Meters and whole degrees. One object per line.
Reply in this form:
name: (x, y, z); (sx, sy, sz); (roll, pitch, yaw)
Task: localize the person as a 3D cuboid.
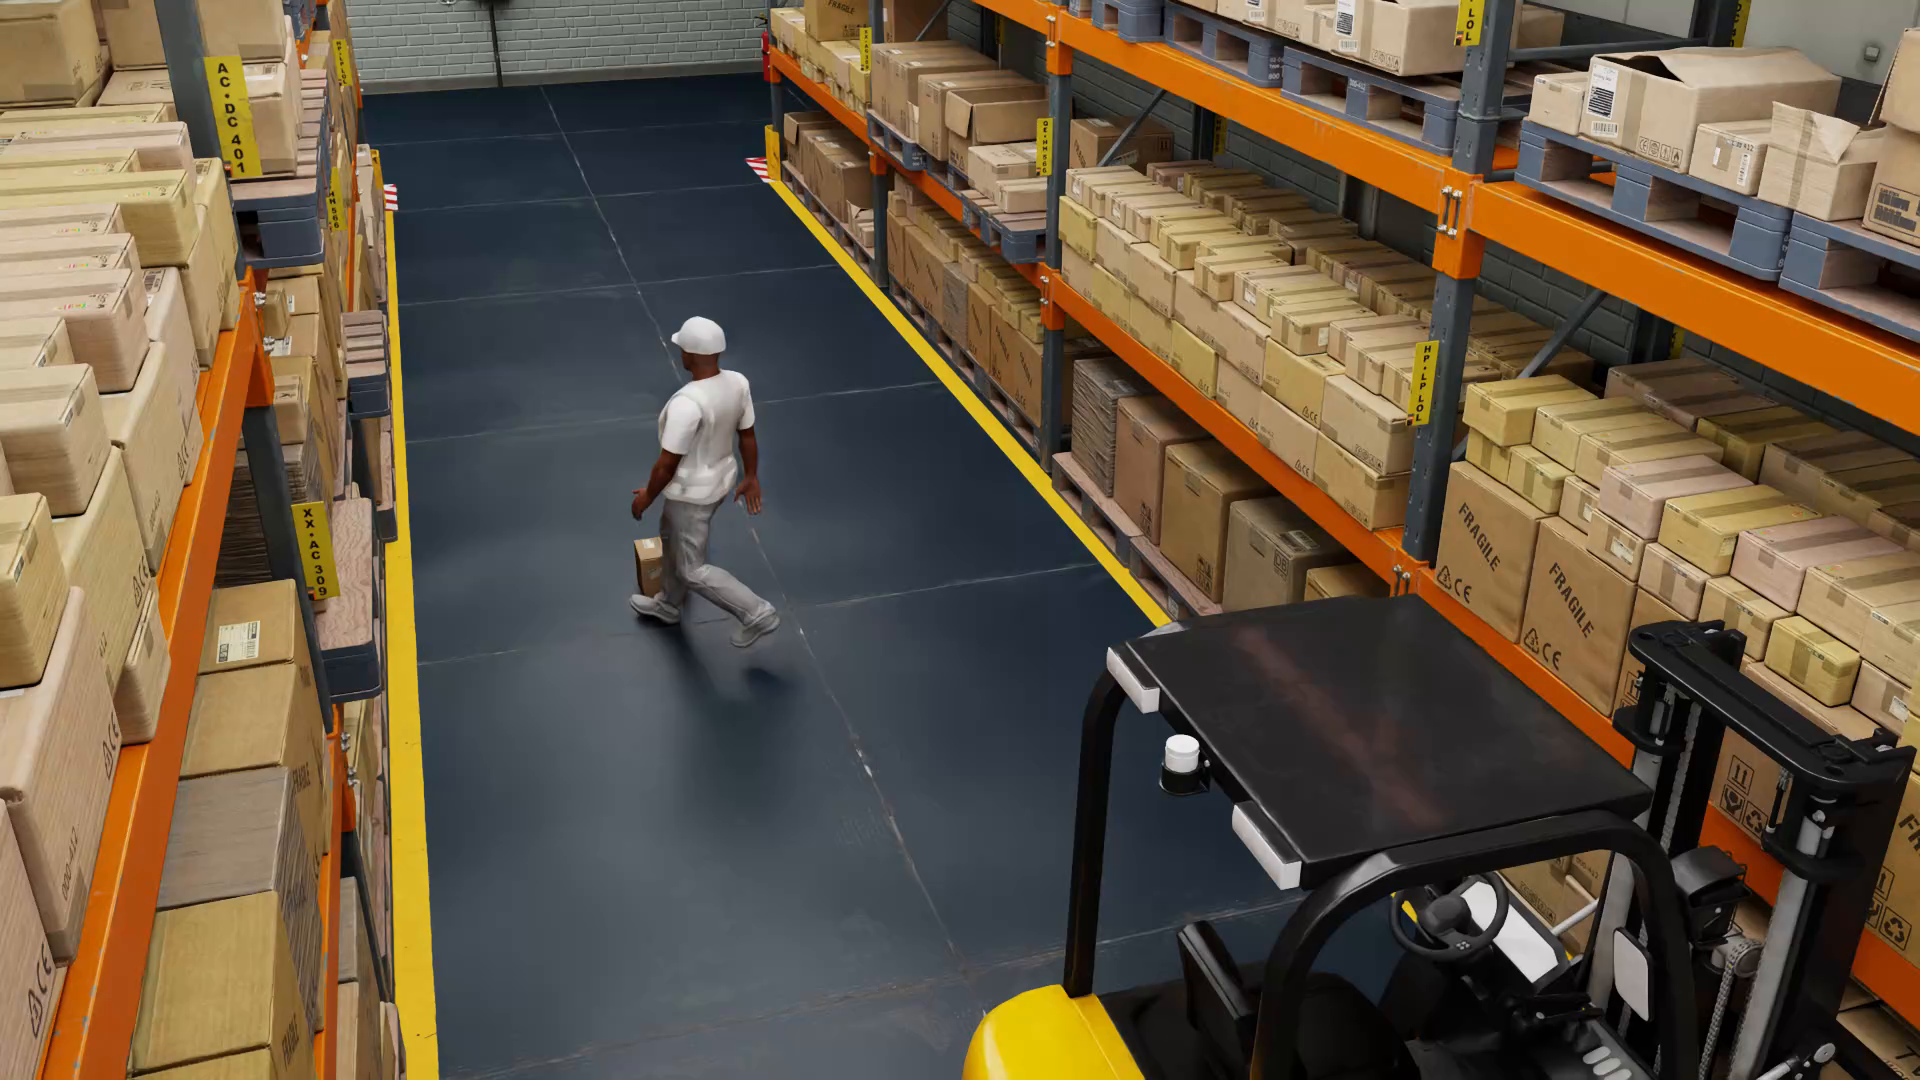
person: (-1.312, -0.274, 8.180); (0.993, 1.719, 0.571); (9, 28, 18)
